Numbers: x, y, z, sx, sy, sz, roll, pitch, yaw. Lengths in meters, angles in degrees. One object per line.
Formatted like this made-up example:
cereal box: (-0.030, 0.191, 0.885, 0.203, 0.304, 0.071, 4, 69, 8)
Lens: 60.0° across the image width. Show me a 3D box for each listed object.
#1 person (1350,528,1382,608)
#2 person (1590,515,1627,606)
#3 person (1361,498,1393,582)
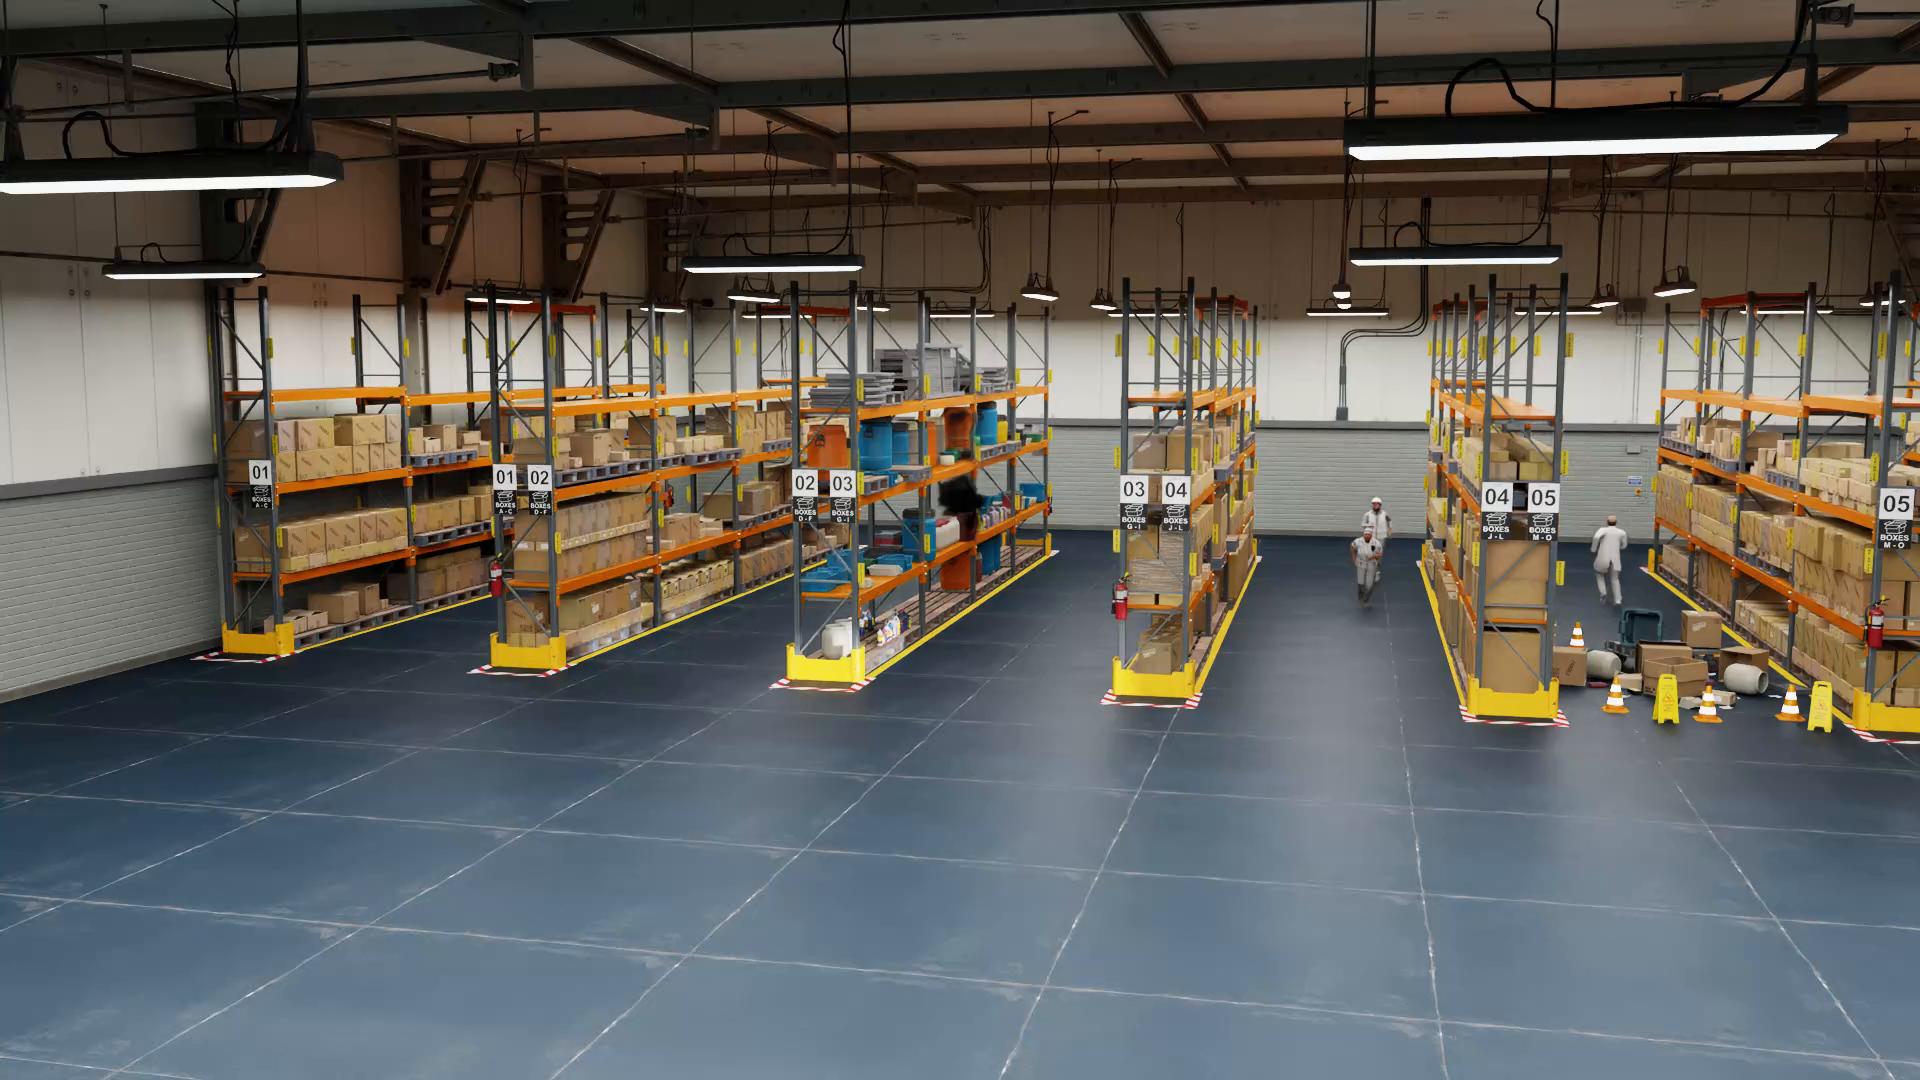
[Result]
person: (7.833, 0.546, 32.093, 0.591, 1.585, 0.672, 1, 7, 11)
person: (12.592, 0.455, 32.309, 0.724, 1.711, 0.953, 1, 7, 8)
person: (9.081, -0.039, 36.246, 0.668, 1.791, 0.968, 2, 7, 15)
